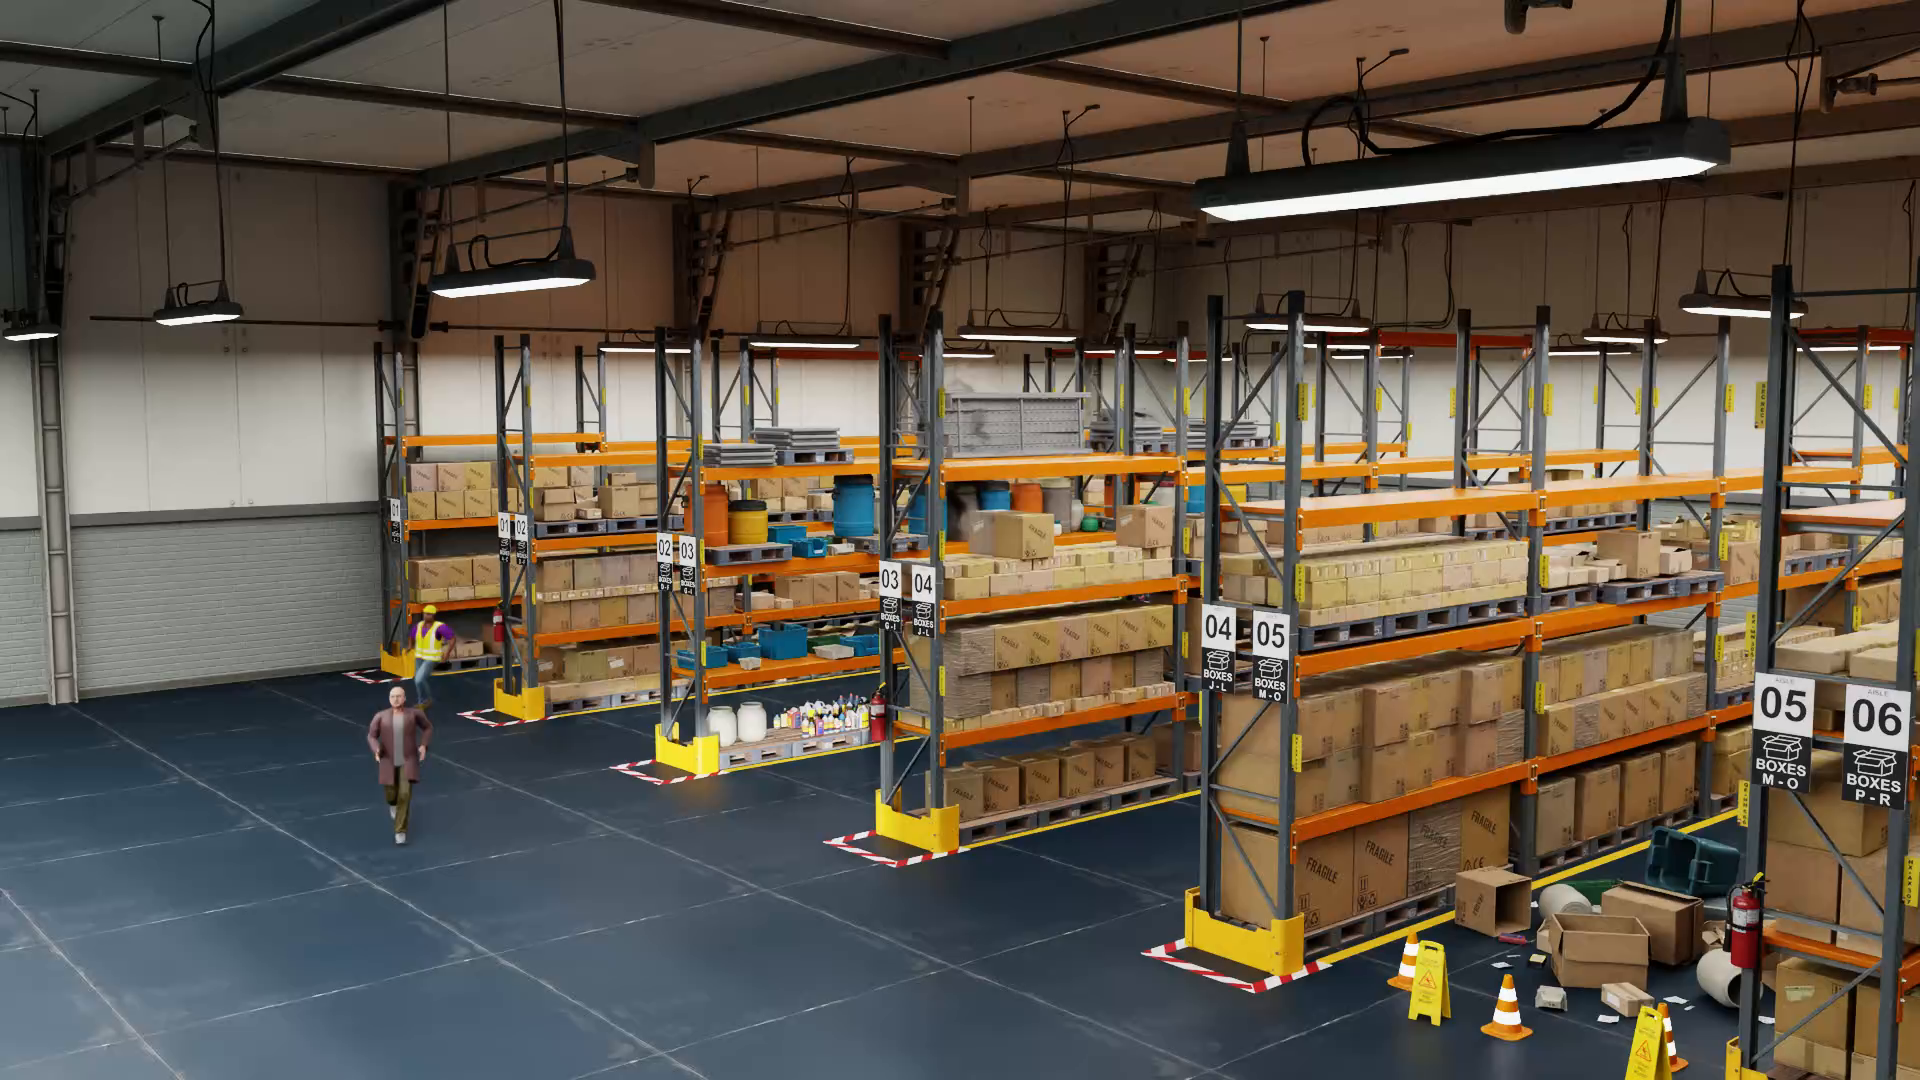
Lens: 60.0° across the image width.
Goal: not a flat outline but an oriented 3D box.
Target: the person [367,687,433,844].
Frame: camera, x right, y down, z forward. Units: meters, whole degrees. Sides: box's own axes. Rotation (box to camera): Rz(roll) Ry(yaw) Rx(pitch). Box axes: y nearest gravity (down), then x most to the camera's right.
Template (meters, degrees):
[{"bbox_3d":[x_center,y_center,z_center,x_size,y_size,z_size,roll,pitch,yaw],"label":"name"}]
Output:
[{"bbox_3d":[-6.453,2.561,19.188,0.725,1.744,0.904,-1,5,-15],"label":"person"}]

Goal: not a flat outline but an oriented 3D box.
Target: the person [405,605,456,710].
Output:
[{"bbox_3d":[-8.468,1.904,26.452,0.764,1.762,0.662,2,6,21],"label":"person"}]
